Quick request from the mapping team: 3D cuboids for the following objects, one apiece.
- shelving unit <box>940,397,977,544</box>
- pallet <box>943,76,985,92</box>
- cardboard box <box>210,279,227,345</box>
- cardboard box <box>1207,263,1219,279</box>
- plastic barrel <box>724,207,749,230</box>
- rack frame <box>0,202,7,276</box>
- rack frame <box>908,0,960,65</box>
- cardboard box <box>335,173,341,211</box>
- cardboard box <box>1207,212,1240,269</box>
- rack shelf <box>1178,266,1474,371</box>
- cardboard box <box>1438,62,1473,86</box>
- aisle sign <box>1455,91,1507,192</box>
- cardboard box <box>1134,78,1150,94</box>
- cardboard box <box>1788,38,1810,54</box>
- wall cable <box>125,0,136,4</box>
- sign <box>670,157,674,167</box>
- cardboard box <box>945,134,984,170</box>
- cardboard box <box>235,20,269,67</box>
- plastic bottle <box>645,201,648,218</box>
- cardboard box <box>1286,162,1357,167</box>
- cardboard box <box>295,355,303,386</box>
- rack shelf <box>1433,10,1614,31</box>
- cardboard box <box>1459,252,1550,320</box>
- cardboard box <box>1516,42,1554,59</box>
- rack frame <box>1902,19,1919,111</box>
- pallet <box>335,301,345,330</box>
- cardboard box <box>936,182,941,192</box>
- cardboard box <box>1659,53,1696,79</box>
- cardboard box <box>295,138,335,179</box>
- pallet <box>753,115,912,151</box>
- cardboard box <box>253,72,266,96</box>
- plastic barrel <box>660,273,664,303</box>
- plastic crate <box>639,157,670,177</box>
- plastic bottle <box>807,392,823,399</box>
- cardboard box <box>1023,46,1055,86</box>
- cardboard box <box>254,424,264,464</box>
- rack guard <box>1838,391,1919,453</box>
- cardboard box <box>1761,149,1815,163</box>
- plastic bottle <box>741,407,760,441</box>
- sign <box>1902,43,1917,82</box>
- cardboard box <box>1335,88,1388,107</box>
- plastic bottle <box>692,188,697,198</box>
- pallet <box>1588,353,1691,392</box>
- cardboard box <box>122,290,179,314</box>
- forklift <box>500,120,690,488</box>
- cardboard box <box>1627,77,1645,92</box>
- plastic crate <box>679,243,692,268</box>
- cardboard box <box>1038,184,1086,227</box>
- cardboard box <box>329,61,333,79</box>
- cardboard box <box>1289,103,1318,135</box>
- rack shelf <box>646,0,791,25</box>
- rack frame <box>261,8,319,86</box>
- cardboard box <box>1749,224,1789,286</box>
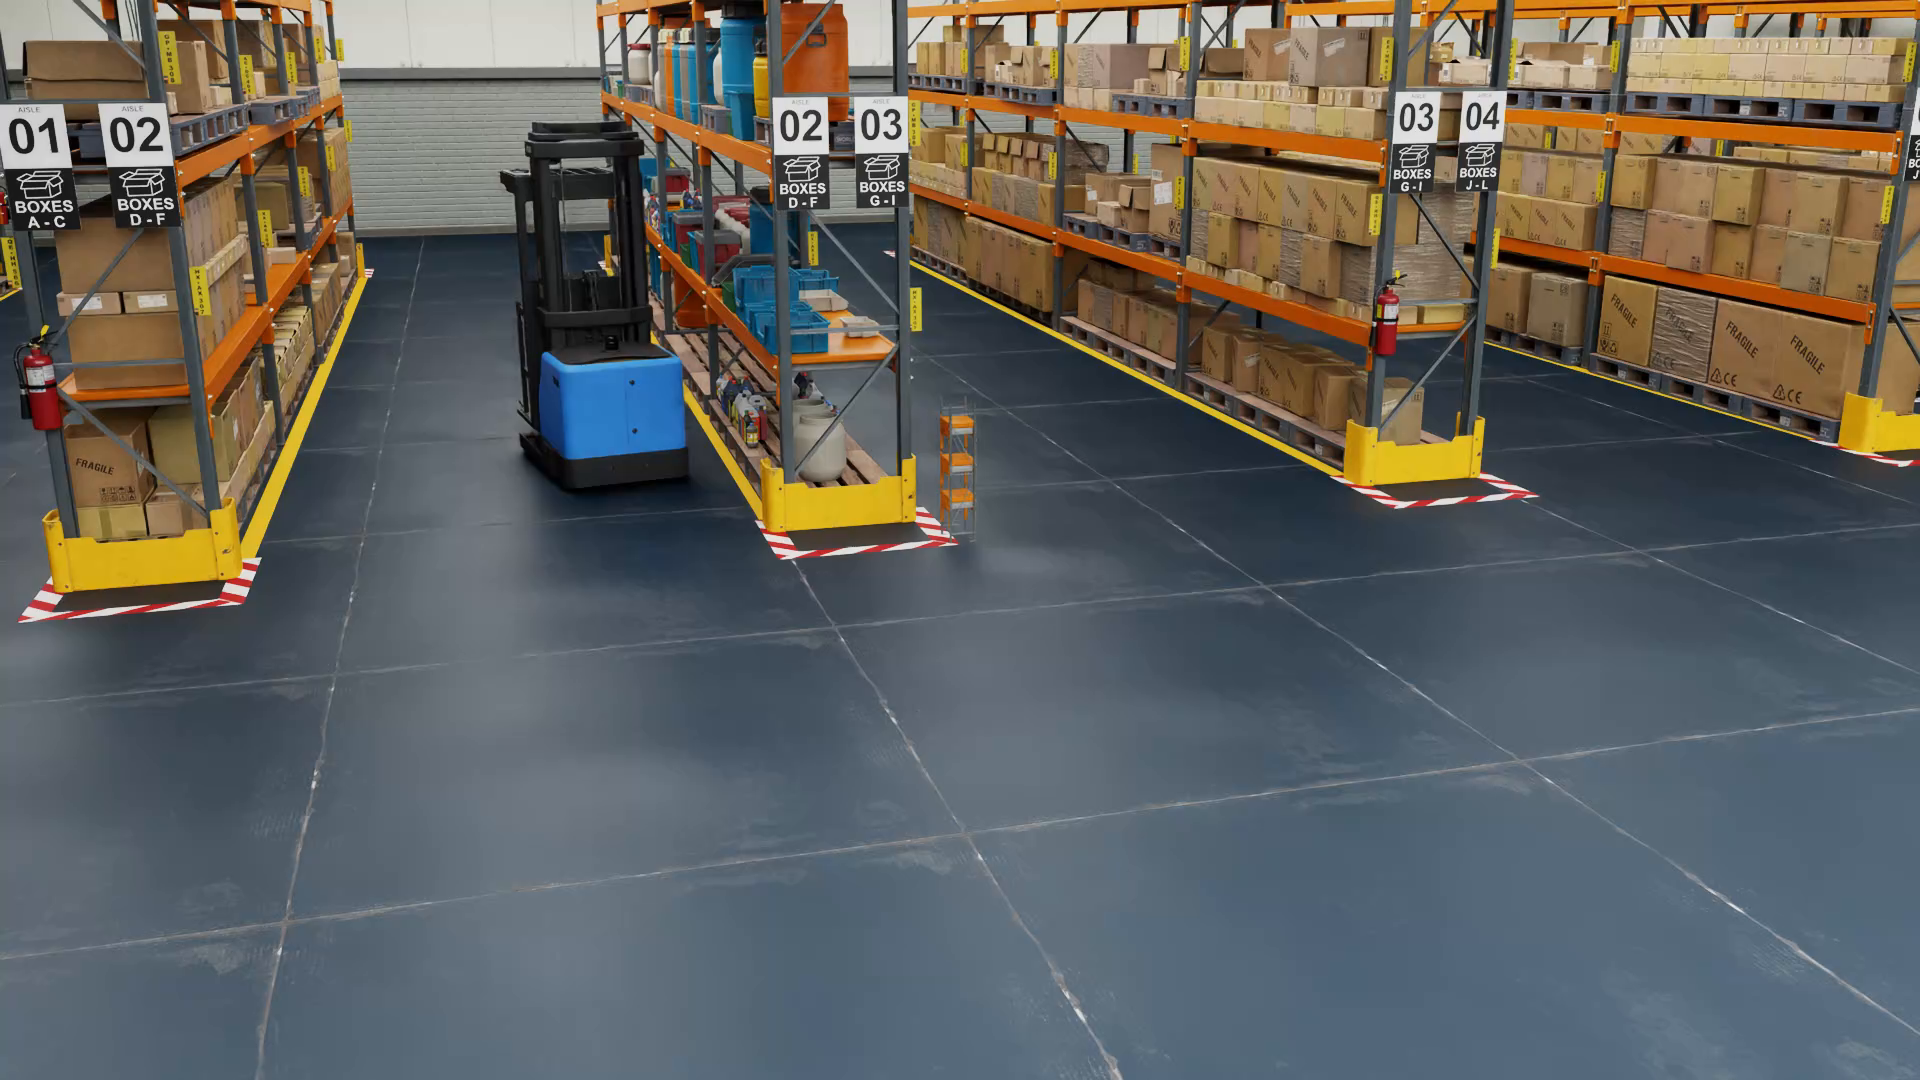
[{"bbox_3d":[-0.014,-0.518,12.350,0.215,1.050,0.252,-5,17,-15],"label":"shelving unit"},{"bbox_3d":[0.380,-6.898,25.142,1.003,0.211,1.213,-5,17,-15],"label":"pallet"},{"bbox_3d":[-6.177,-1.781,12.995,0.700,0.500,0.500,-4,17,-14],"label":"cardboard box"},{"bbox_3d":[2.715,-2.723,16.741,0.380,0.149,0.250,-5,17,-15],"label":"cardboard box"},{"bbox_3d":[-2.342,-3.342,18.128,0.433,0.535,0.433,0,17,0],"label":"plastic barrel"},{"bbox_3d":[-14.792,-5.208,24.577,1.000,3.000,0.127,-5,17,-15],"label":"rack frame"},{"bbox_3d":[-0.504,-9.256,27.625,1.000,3.000,0.127,-5,17,-15],"label":"rack frame"},{"bbox_3d":[-8.953,-4.846,23.198,0.500,0.500,0.500,-4,17,-14],"label":"cardboard box"},{"bbox_3d":[2.961,-2.984,16.481,0.875,0.500,0.500,-5,17,-15],"label":"cardboard box"},{"bbox_3d":[3.343,-2.166,15.700,1.077,0.370,4.000,-5,17,-15],"label":"rack shelf"},{"bbox_3d":[6.590,-6.198,22.484,0.500,0.500,0.500,-5,17,-15],"label":"cardboard box"},{"bbox_3d":[4.198,-3.209,13.403,0.394,0.787,0.004,-5,17,-15],"label":"aisle sign"},{"bbox_3d":[2.182,-5.101,18.680,0.380,0.166,0.250,-5,17,-17],"label":"cardboard box"},{"bbox_3d":[7.993,-4.616,15.538,0.380,0.149,0.250,-5,17,-15],"label":"cardboard box"},{"bbox_3d":[-13.402,-10.820,29.449,3.097,2.526,0.112,-5,17,-15],"label":"wall cable"},{"bbox_3d":[-4.742,-6.118,27.321,0.100,0.325,0.005,-5,17,-15],"label":"sign"},{"bbox_3d":[0.078,-5.952,25.491,0.500,0.500,0.500,-5,17,-15],"label":"cardboard box"},{"bbox_3d":[-7.946,-5.473,18.331,0.500,0.500,0.500,-5,17,-15],"label":"cardboard box"},{"bbox_3d":[-4.083,-4.311,21.813,0.097,0.271,0.097,0,17,0],"label":"plastic bottle"},{"bbox_3d":[3.457,-3.354,15.975,0.500,0.500,0.500,-5,17,-15],"label":"cardboard box"},{"bbox_3d":[-7.028,-1.723,17.022,0.500,0.250,0.500,-4,17,-14],"label":"cardboard box"},{"bbox_3d":[9.574,-8.951,28.553,1.077,0.370,4.000,-5,17,-15],"label":"rack shelf"},{"bbox_3d":[6.815,-3.241,21.209,1.050,0.750,0.750,-4,17,-14],"label":"cardboard box"},{"bbox_3d":[9.722,-8.166,28.126,0.797,0.503,0.637,-3,17,-11],"label":"cardboard box"},{"bbox_3d":[8.689,-5.195,14.104,1.000,3.000,0.127,-5,17,-15],"label":"rack frame"},{"bbox_3d":[-8.671,-2.937,21.863,1.003,0.211,1.213,-5,17,-15],"label":"pallet"},{"bbox_3d":[-0.157,-5.570,26.219,0.380,0.149,0.250,-5,17,-16],"label":"cardboard box"},{"bbox_3d":[7.595,-4.888,17.135,0.500,0.250,0.500,-5,17,-16],"label":"cardboard box"},{"bbox_3d":[-8.790,-5.174,22.551,0.500,0.500,0.500,-4,17,-14],"label":"cardboard box"},{"bbox_3d":[-1.003,-3.149,12.834,1.003,0.211,1.213,-5,17,-15],"label":"pallet"},{"bbox_3d":[-7.653,-4.833,17.644,0.500,0.250,0.500,-6,18,-19],"label":"cardboard box"},{"bbox_3d":[-3.770,-3.384,22.098,0.421,0.512,0.421,0,17,0],"label":"plastic barrel"},{"bbox_3d":[-4.995,-5.960,26.912,0.616,0.435,0.499,-5,17,-15],"label":"plastic crate"},{"bbox_3d":[-1.332,-1.236,15.321,0.152,0.276,0.135,-4,17,-14],"label":"plastic bottle"},{"bbox_3d":[1.135,-6.251,21.930,0.500,0.500,0.500,-4,17,-12],"label":"cardboard box"},{"bbox_3d":[-6.116,-0.779,13.880,0.500,0.250,0.500,-5,17,-15],"label":"cardboard box"},{"bbox_3d":[8.696,-1.118,15.305,1.175,0.500,0.348,-5,17,-15],"label":"rack guard"},{"bbox_3d":[11.274,-5.059,22.659,0.500,0.500,0.500,-4,17,-12],"label":"cardboard box"},{"bbox_3d":[-1.839,-1.017,14.595,0.152,0.276,0.135,-5,17,-15],"label":"plastic bottle"},{"bbox_3d":[8.164,-4.105,14.290,0.100,0.325,0.005,-5,17,-15],"label":"sign"},{"bbox_3d":[3.377,-3.714,13.955,0.380,0.149,0.250,-5,18,-18],"label":"cardboard box"},{"bbox_3d":[-3.600,-4.633,22.748,0.144,0.351,0.185,-5,17,-15],"label":"plastic bottle"},{"bbox_3d":[7.724,-1.876,18.331,1.003,0.211,1.213,-5,17,-15],"label":"pallet"},{"bbox_3d":[-5.534,-1.659,11.461,0.380,0.149,0.250,-5,17,-16],"label":"cardboard box"},{"bbox_3d":[-3.363,-2.208,14.708,1.130,2.935,3.031,-8,18,-24],"label":"forklift"},{"bbox_3d":[7.363,-4.866,17.756,0.380,0.149,0.250,-5,17,-16],"label":"cardboard box"},{"bbox_3d":[-2.719,-3.030,17.695,0.450,0.188,0.662,-5,17,-15],"label":"plastic crate"},{"bbox_3d":[1.320,-4.335,21.496,0.500,0.500,0.500,-4,17,-14],"label":"cardboard box"},{"bbox_3d":[-9.373,-6.806,24.075,0.500,0.250,0.500,-5,17,-15],"label":"cardboard box"},{"bbox_3d":[3.243,-3.716,14.655,0.500,0.250,0.500,-4,17,-14],"label":"cardboard box"},{"bbox_3d":[-2.519,-5.563,17.274,1.077,0.370,4.000,-5,17,-15],"label":"rack shelf"},{"bbox_3d":[-8.931,-7.368,21.338,1.000,3.000,0.127,-5,17,-15],"label":"rack frame"},{"bbox_3d":[8.339,-2.808,16.325,0.875,0.550,0.550,-5,17,-15],"label":"cardboard box"}]
